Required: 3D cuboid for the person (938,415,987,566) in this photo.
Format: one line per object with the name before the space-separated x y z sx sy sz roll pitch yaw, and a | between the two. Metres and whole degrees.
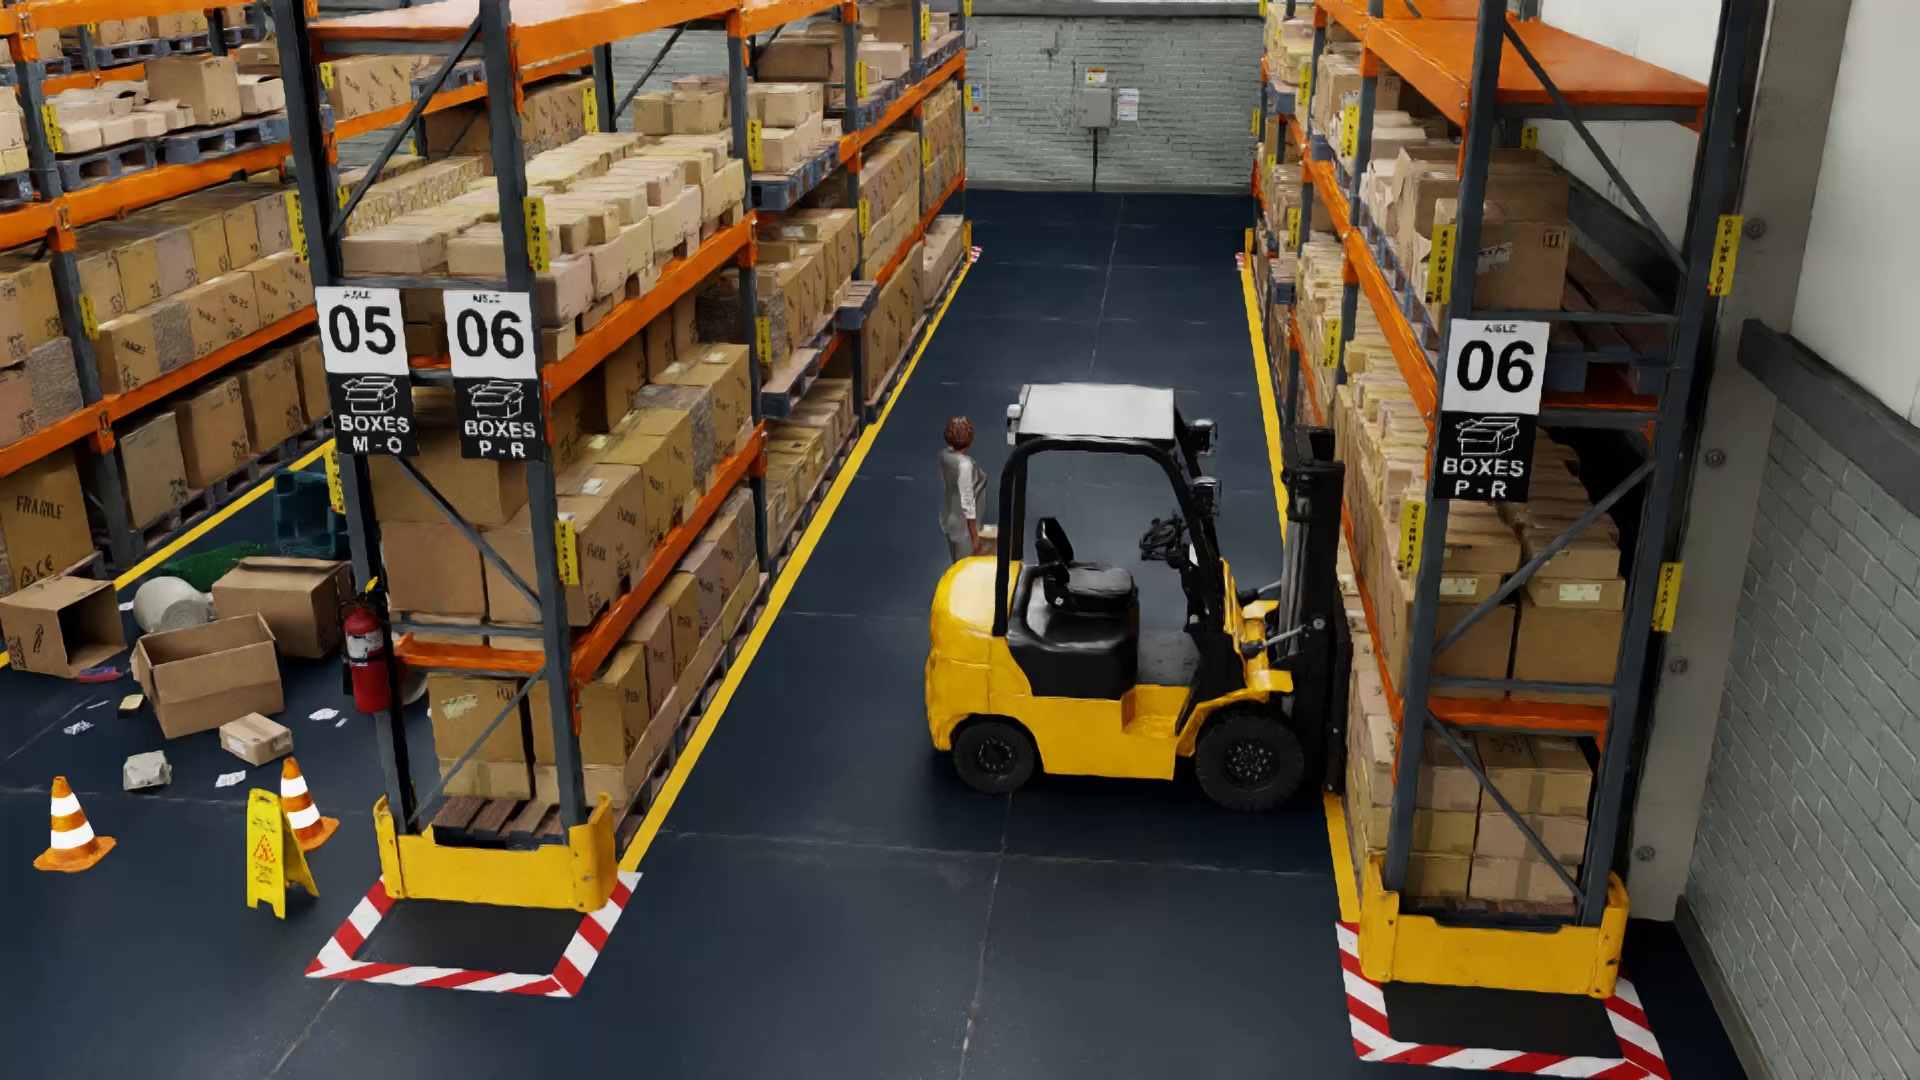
person | 0.031 -0.066 11.276 0.336 1.593 0.473 -6 22 -15
